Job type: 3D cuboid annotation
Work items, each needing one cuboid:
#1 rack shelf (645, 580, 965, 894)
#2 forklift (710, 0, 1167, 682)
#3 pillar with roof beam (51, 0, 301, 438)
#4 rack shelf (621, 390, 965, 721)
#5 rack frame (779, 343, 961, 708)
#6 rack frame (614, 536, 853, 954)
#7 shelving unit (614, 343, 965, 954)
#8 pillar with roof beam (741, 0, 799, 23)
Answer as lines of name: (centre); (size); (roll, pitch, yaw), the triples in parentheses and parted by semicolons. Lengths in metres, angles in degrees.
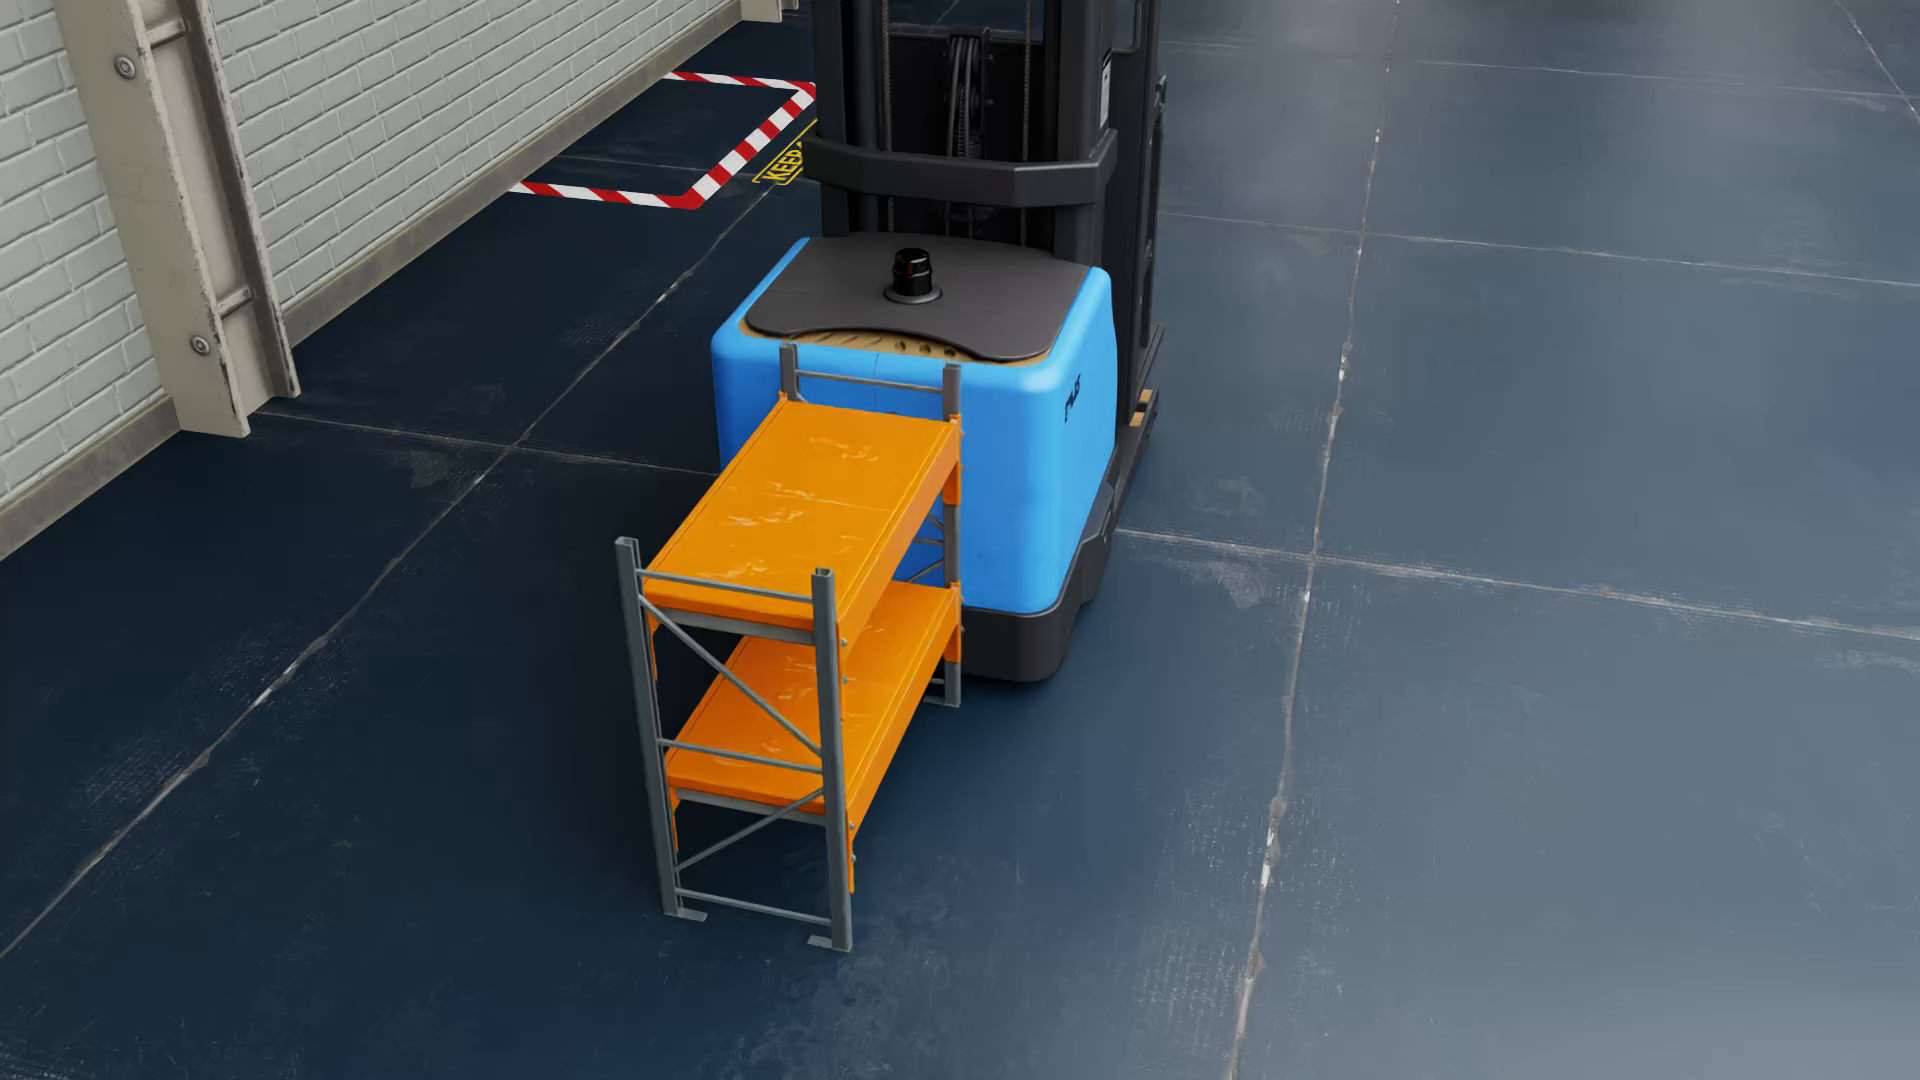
rack shelf: (-0.378, 0.453, 4.444); (0.538, 0.278, 1.000); (8, 33, 13)
forklift: (0.144, -1.597, 5.530); (1.130, 2.935, 3.031); (8, 33, 12)
pillar with roof beam: (1.320, -3.726, 3.223); (9.100, 9.000, 0.400); (8, 33, 12)
rack shelf: (-0.378, 0.000, 4.156); (0.538, 0.278, 1.000); (8, 33, 13)
rack frame: (-0.242, -0.016, 4.726); (0.500, 1.125, 0.032); (8, 33, 13)
rack frame: (-0.513, 0.510, 3.899); (0.500, 1.125, 0.032); (8, 33, 13)
shelving unit: (-0.378, 0.247, 4.313); (0.538, 1.125, 1.048); (8, 33, 13)
pillar with roof beam: (2.842, -6.839, 8.120); (9.100, 9.000, 0.400); (8, 33, 12)
